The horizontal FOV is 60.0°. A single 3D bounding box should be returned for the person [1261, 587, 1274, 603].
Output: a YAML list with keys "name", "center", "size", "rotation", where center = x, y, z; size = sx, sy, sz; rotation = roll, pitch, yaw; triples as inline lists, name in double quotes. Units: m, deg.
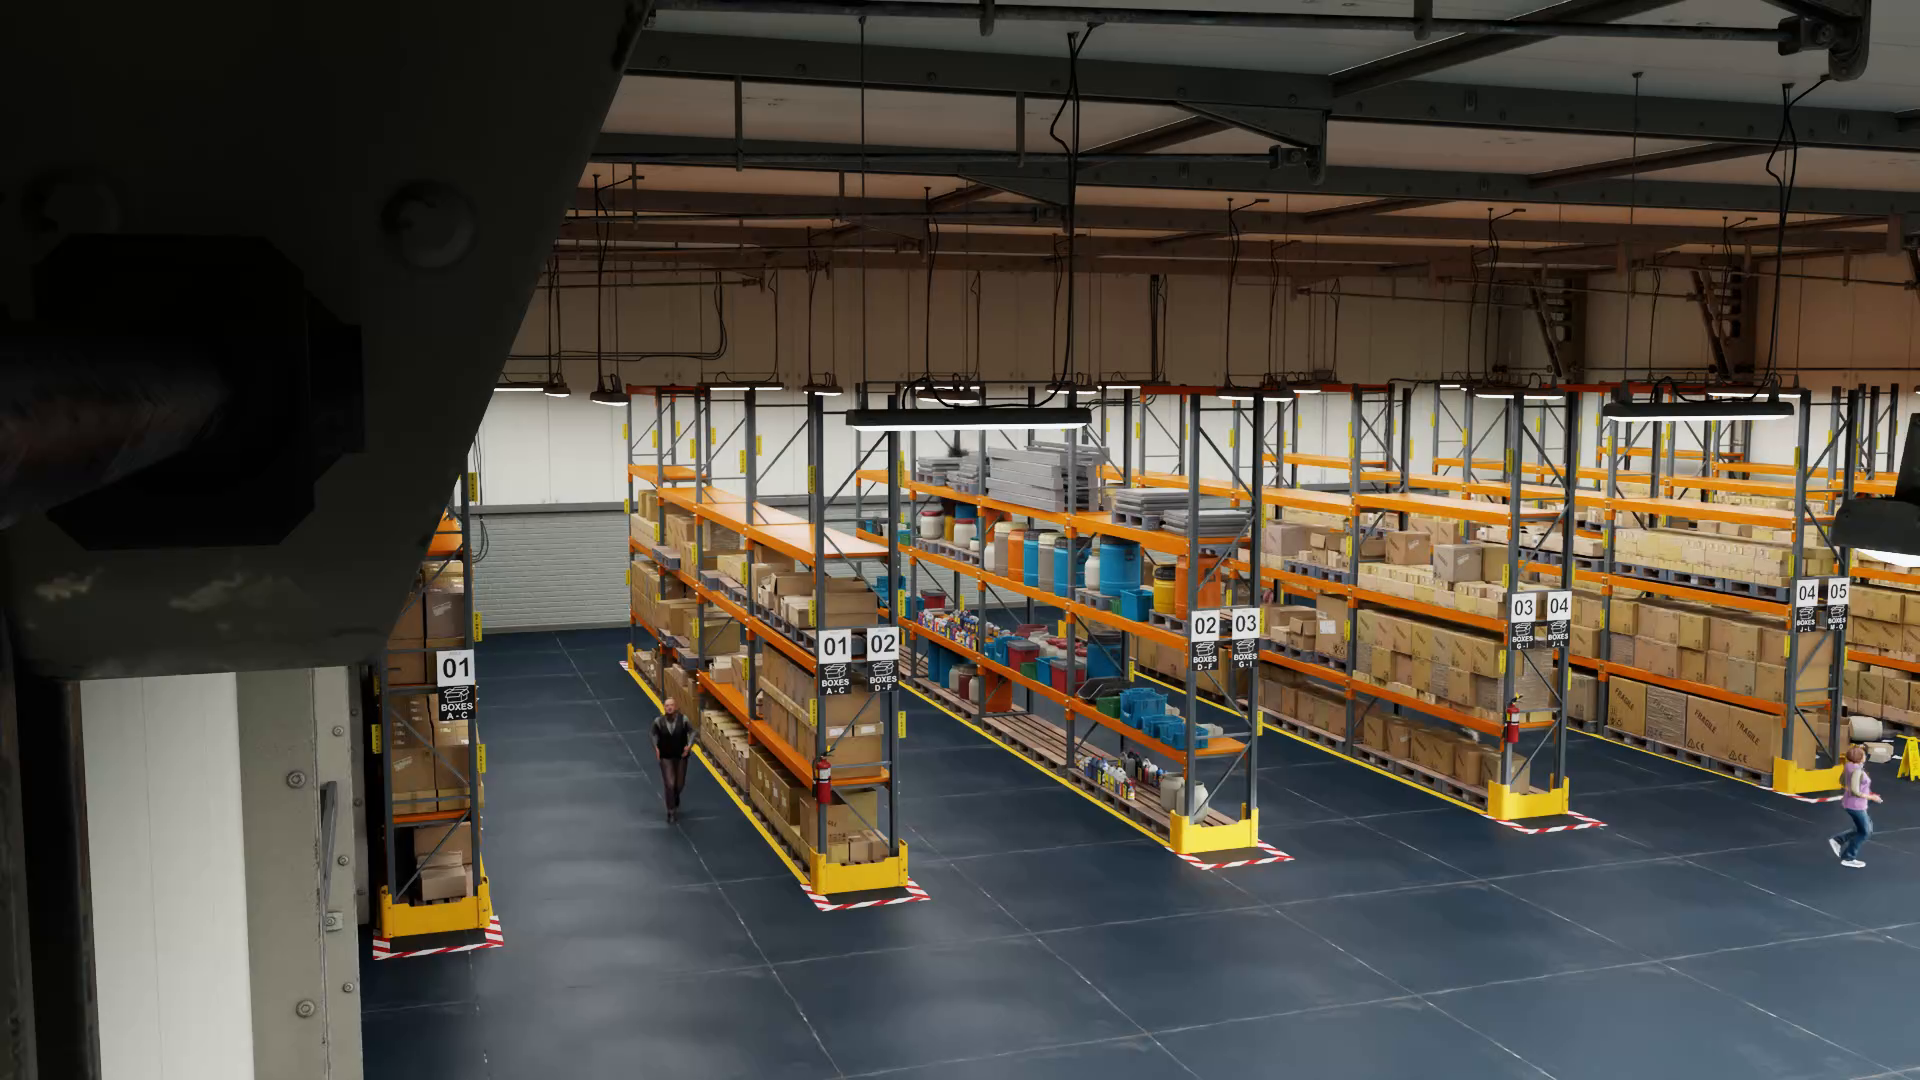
- name: "person"
  center: [7.784, 1.308, 41.363]
  size: [0.530, 1.530, 0.587]
  rotation: [-3, 7, -26]

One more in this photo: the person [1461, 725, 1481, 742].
- name: "person"
  center: [8.877, 2.575, 28.430]
  size: [0.561, 1.690, 0.726]
  rotation: [-3, 7, -29]

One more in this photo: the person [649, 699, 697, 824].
- name: "person"
  center: [-4.040, 3.076, 23.446]
  size: [0.671, 1.744, 0.700]
  rotation: [-1, 6, -11]

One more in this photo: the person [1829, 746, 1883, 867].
- name: "person"
  center: [11.374, 3.381, 21.103]
  size: [0.555, 1.552, 0.531]
  rotation: [2, 6, 18]
